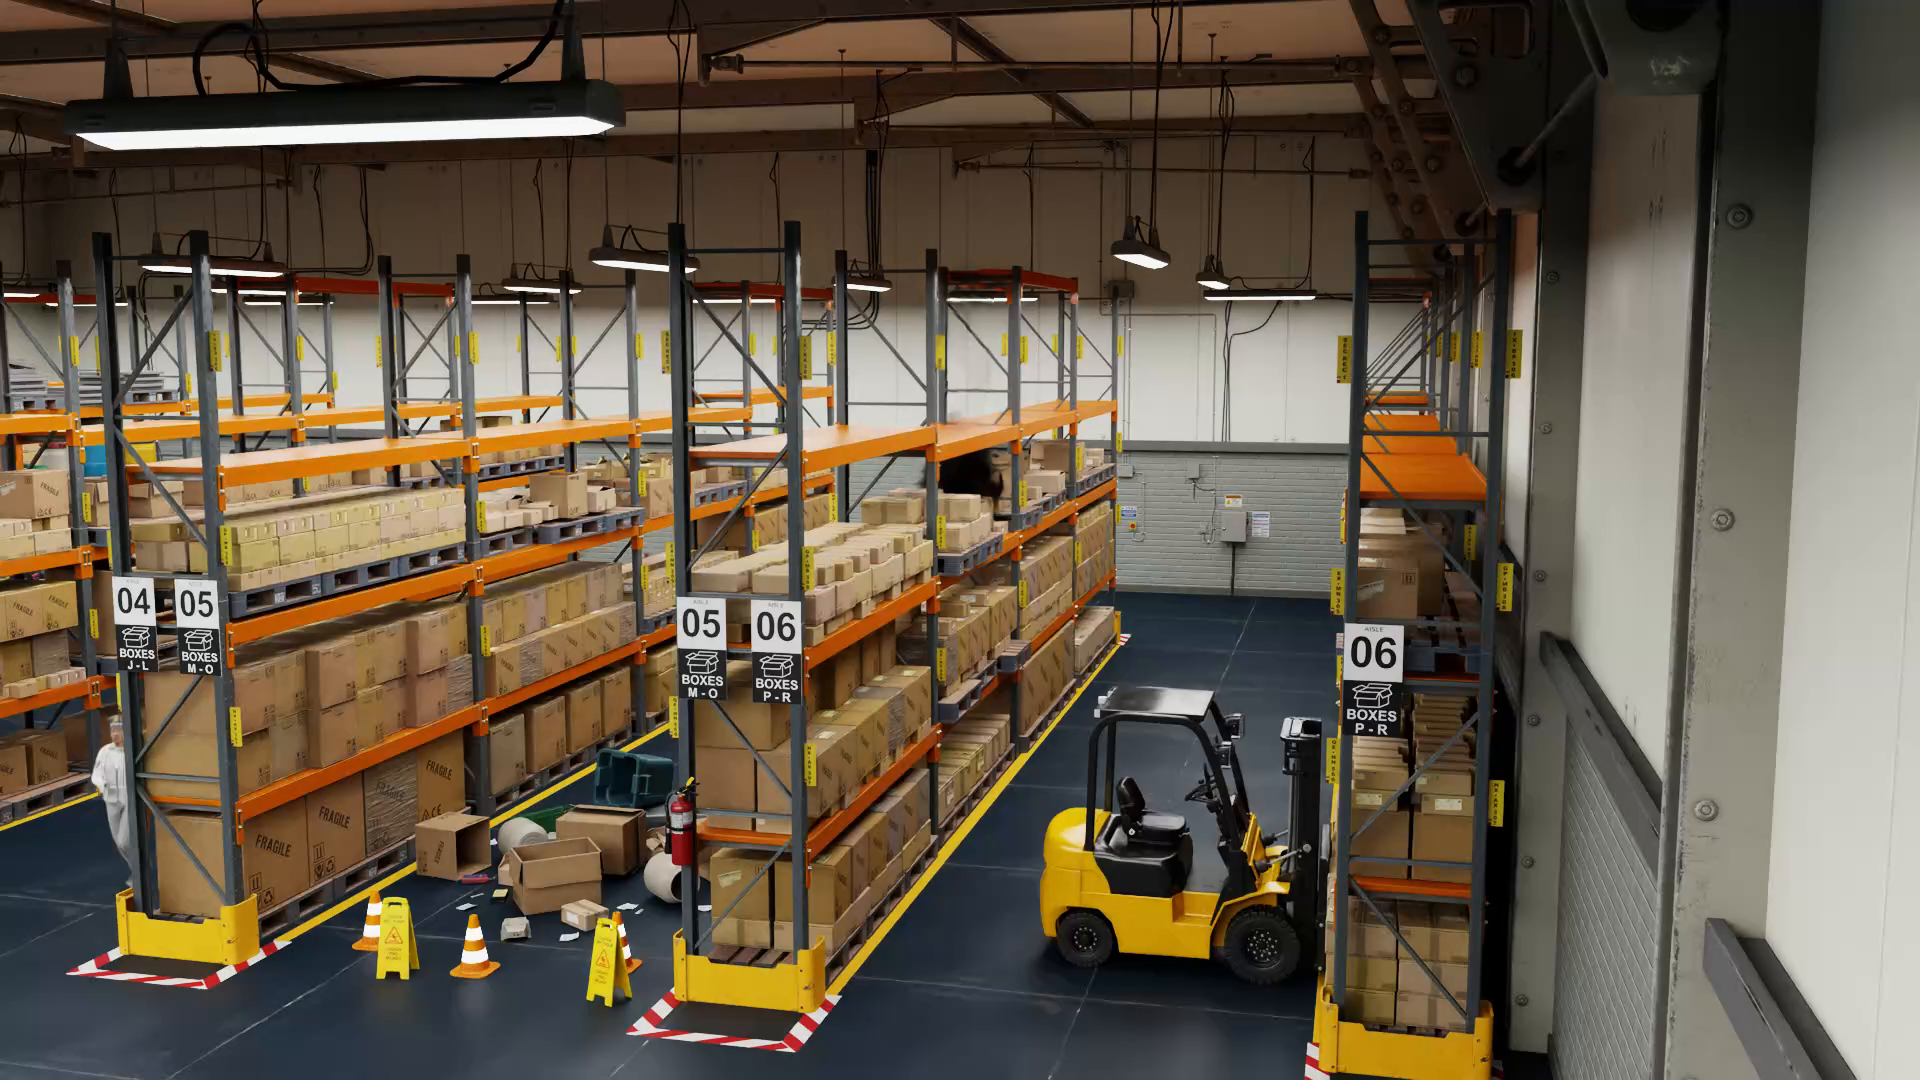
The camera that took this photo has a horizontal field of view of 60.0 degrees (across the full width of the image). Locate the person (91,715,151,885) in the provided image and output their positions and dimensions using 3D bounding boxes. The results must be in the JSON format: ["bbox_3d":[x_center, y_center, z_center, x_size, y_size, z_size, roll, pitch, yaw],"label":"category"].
[{"bbox_3d":[-7.784,2.441,15.501,0.587,1.661,0.631,0,7,1],"label":"person"}]

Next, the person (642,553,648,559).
[{"bbox_3d":[-5.103,1.048,27.036,0.681,1.690,0.666,3,7,20],"label":"person"}]

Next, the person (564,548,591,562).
[{"bbox_3d":[-7.416,0.393,31.999,0.704,1.799,0.621,4,8,27],"label":"person"}]
